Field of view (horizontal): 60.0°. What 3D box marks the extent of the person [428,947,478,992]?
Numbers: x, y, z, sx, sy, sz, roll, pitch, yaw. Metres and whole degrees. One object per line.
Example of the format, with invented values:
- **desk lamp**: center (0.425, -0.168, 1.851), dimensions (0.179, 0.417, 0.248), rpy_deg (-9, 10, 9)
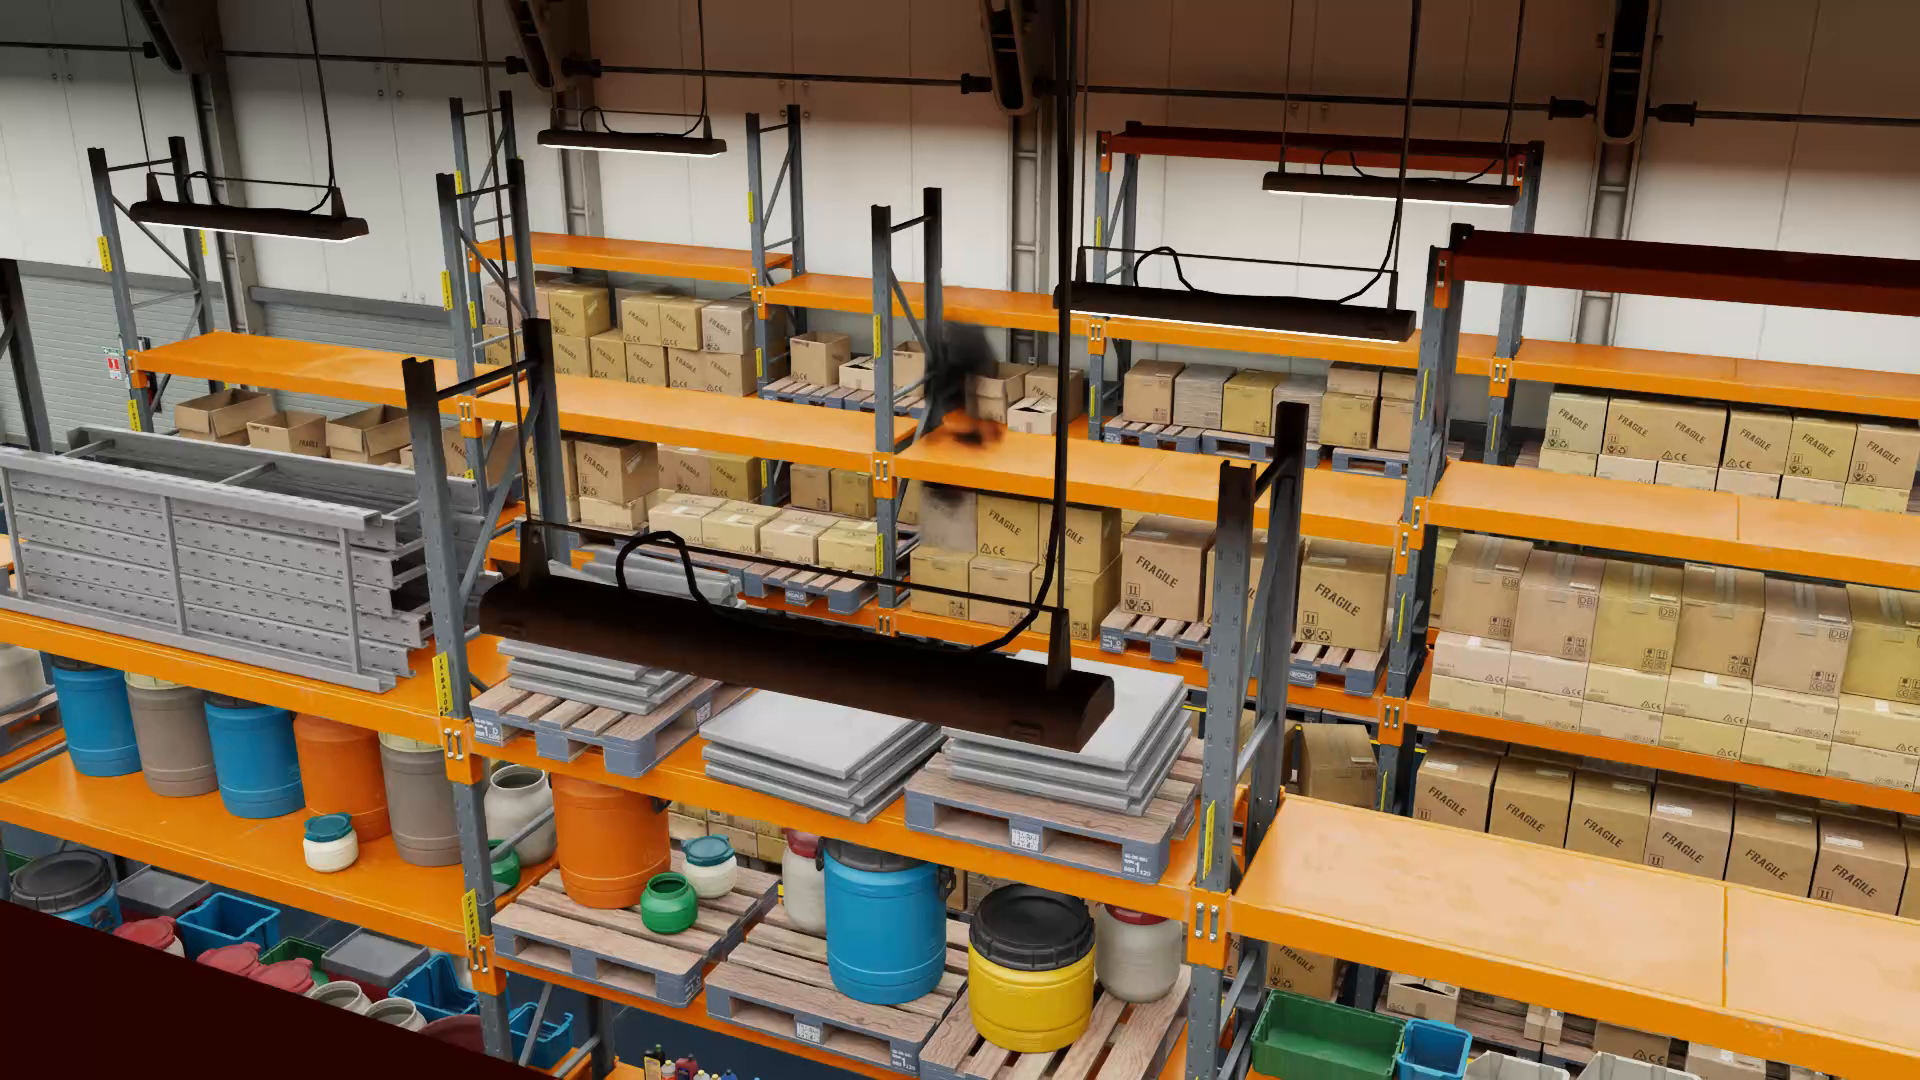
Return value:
- **person**: center (-3.934, 2.984, 12.393), dimensions (0.849, 1.680, 0.615), rpy_deg (13, 24, 31)
